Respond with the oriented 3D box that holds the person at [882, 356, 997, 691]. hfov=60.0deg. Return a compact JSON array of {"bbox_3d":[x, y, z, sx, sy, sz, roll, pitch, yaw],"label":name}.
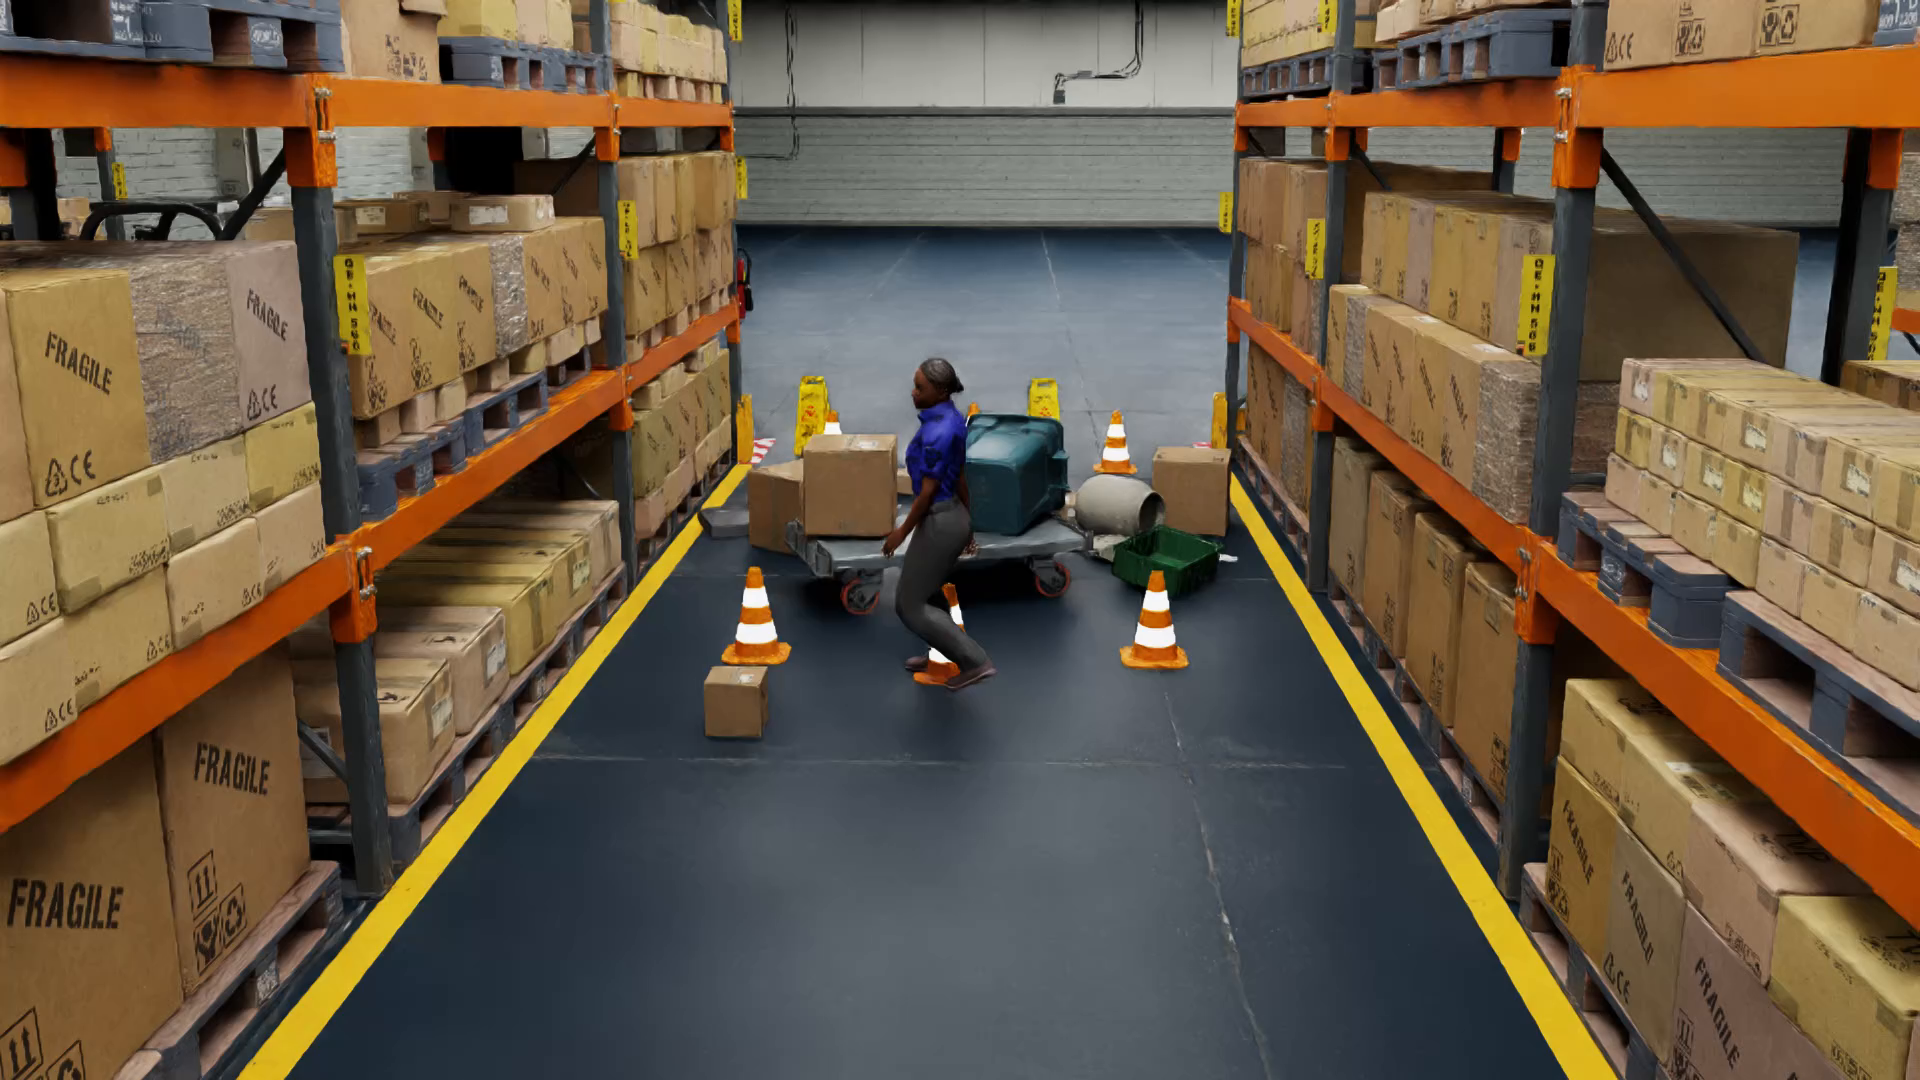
[{"bbox_3d":[-0.086,-0.075,7.804,0.538,1.614,0.667,1,14,2],"label":"person"}]
